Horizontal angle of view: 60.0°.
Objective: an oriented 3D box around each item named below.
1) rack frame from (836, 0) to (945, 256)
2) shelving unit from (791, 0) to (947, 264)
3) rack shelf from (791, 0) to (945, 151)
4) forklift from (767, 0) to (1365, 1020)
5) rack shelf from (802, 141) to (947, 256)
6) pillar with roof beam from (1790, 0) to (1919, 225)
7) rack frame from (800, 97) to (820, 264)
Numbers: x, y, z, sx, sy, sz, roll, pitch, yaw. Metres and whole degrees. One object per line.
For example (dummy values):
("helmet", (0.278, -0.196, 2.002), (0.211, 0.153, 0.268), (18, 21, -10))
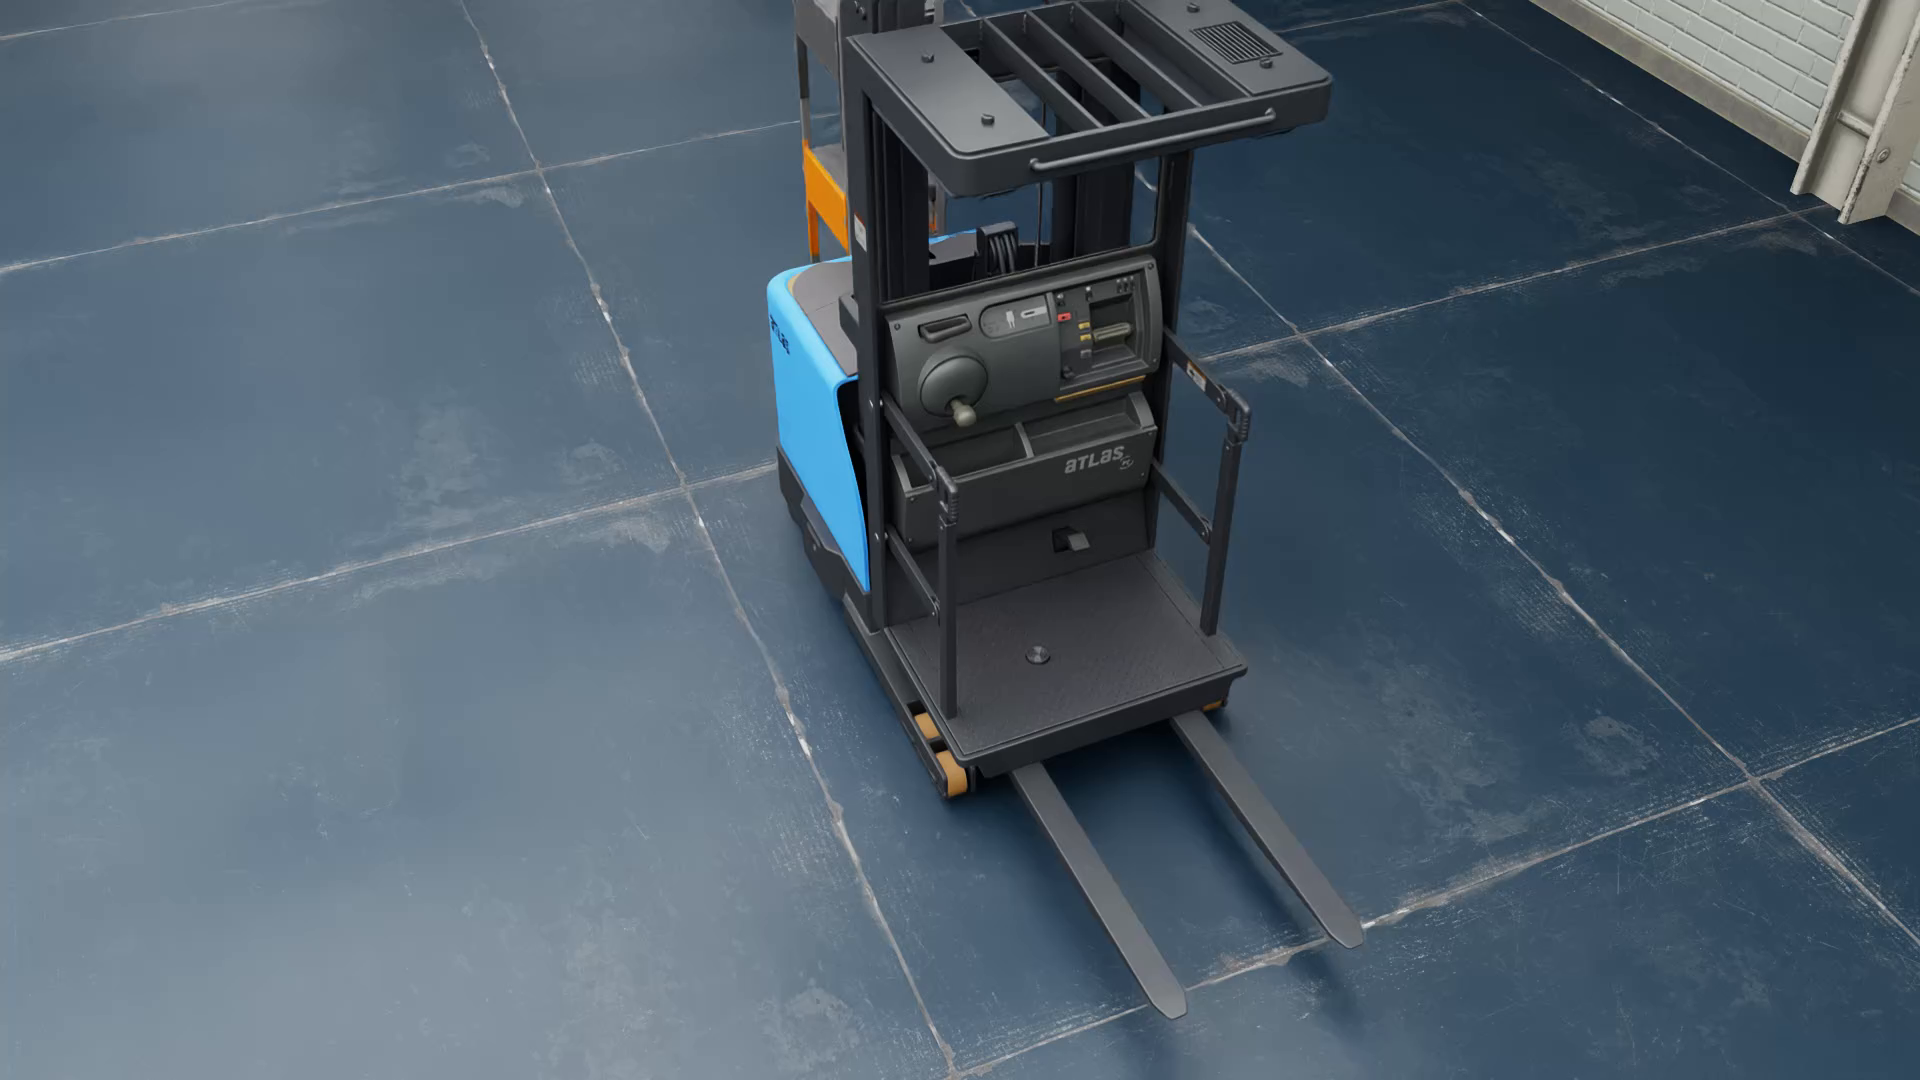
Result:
("rack frame", (-0.244, -1.165, 6.495), (0.400, 2.100, 0.015), (-16, 43, -18))
("shelving unit", (-0.342, -1.311, 6.664), (0.431, 2.100, 0.503), (-16, 43, -18))
("rack shelf", (-0.342, -1.831, 6.217), (0.431, 0.518, 0.480), (-16, 43, -18))
("forklift", (0.308, -0.549, 5.141), (1.130, 2.935, 3.031), (-16, 43, -18))
("rack shelf", (-0.342, -1.301, 6.673), (0.431, 0.518, 0.480), (-16, 43, -18))
("pillar with roof beam", (0.696, -4.137, 4.659), (9.100, 9.000, 0.400), (-15, 43, -17))
("rack frame", (-0.440, -1.457, 6.834), (0.400, 2.100, 0.015), (-16, 43, -18))
